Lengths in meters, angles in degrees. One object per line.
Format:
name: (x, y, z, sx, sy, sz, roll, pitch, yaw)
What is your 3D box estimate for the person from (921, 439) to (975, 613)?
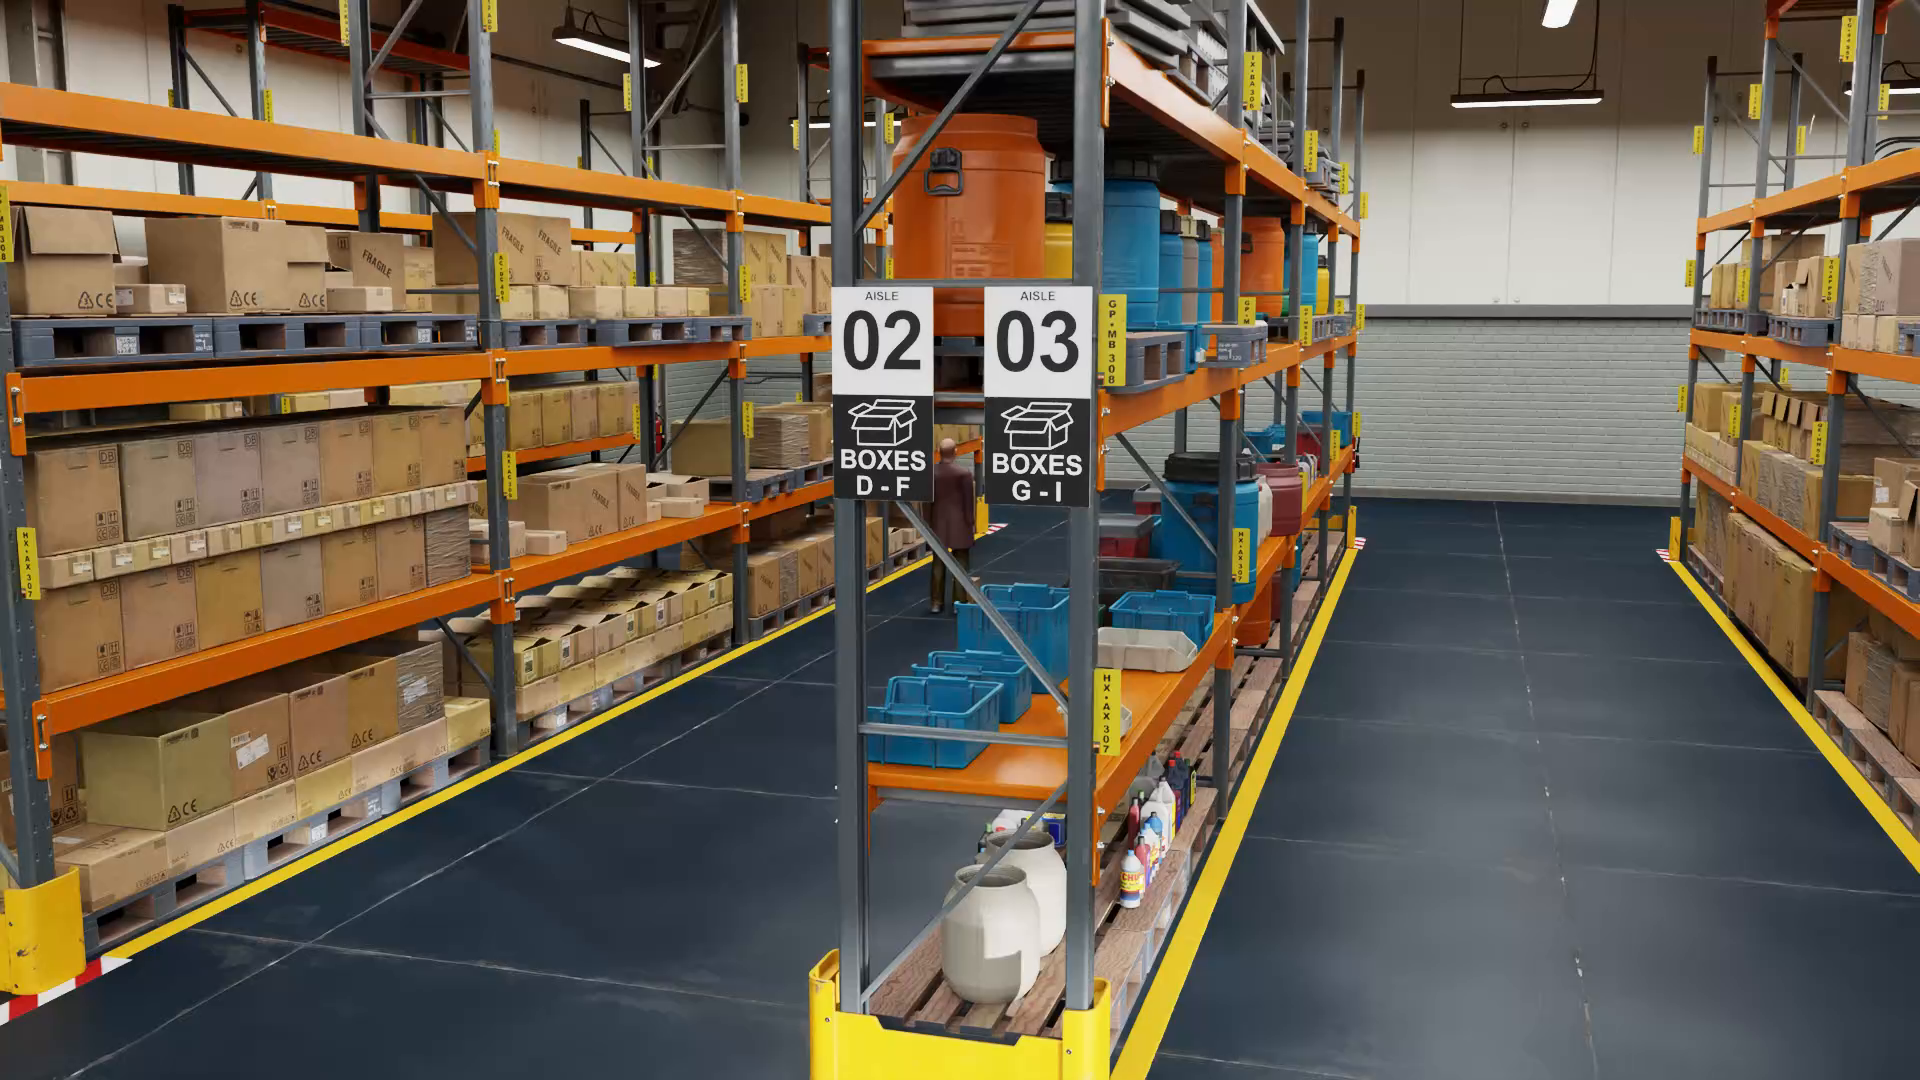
person: (-0.117, -0.146, 16.930, 0.562, 1.773, 0.377, 3, 9, 17)
